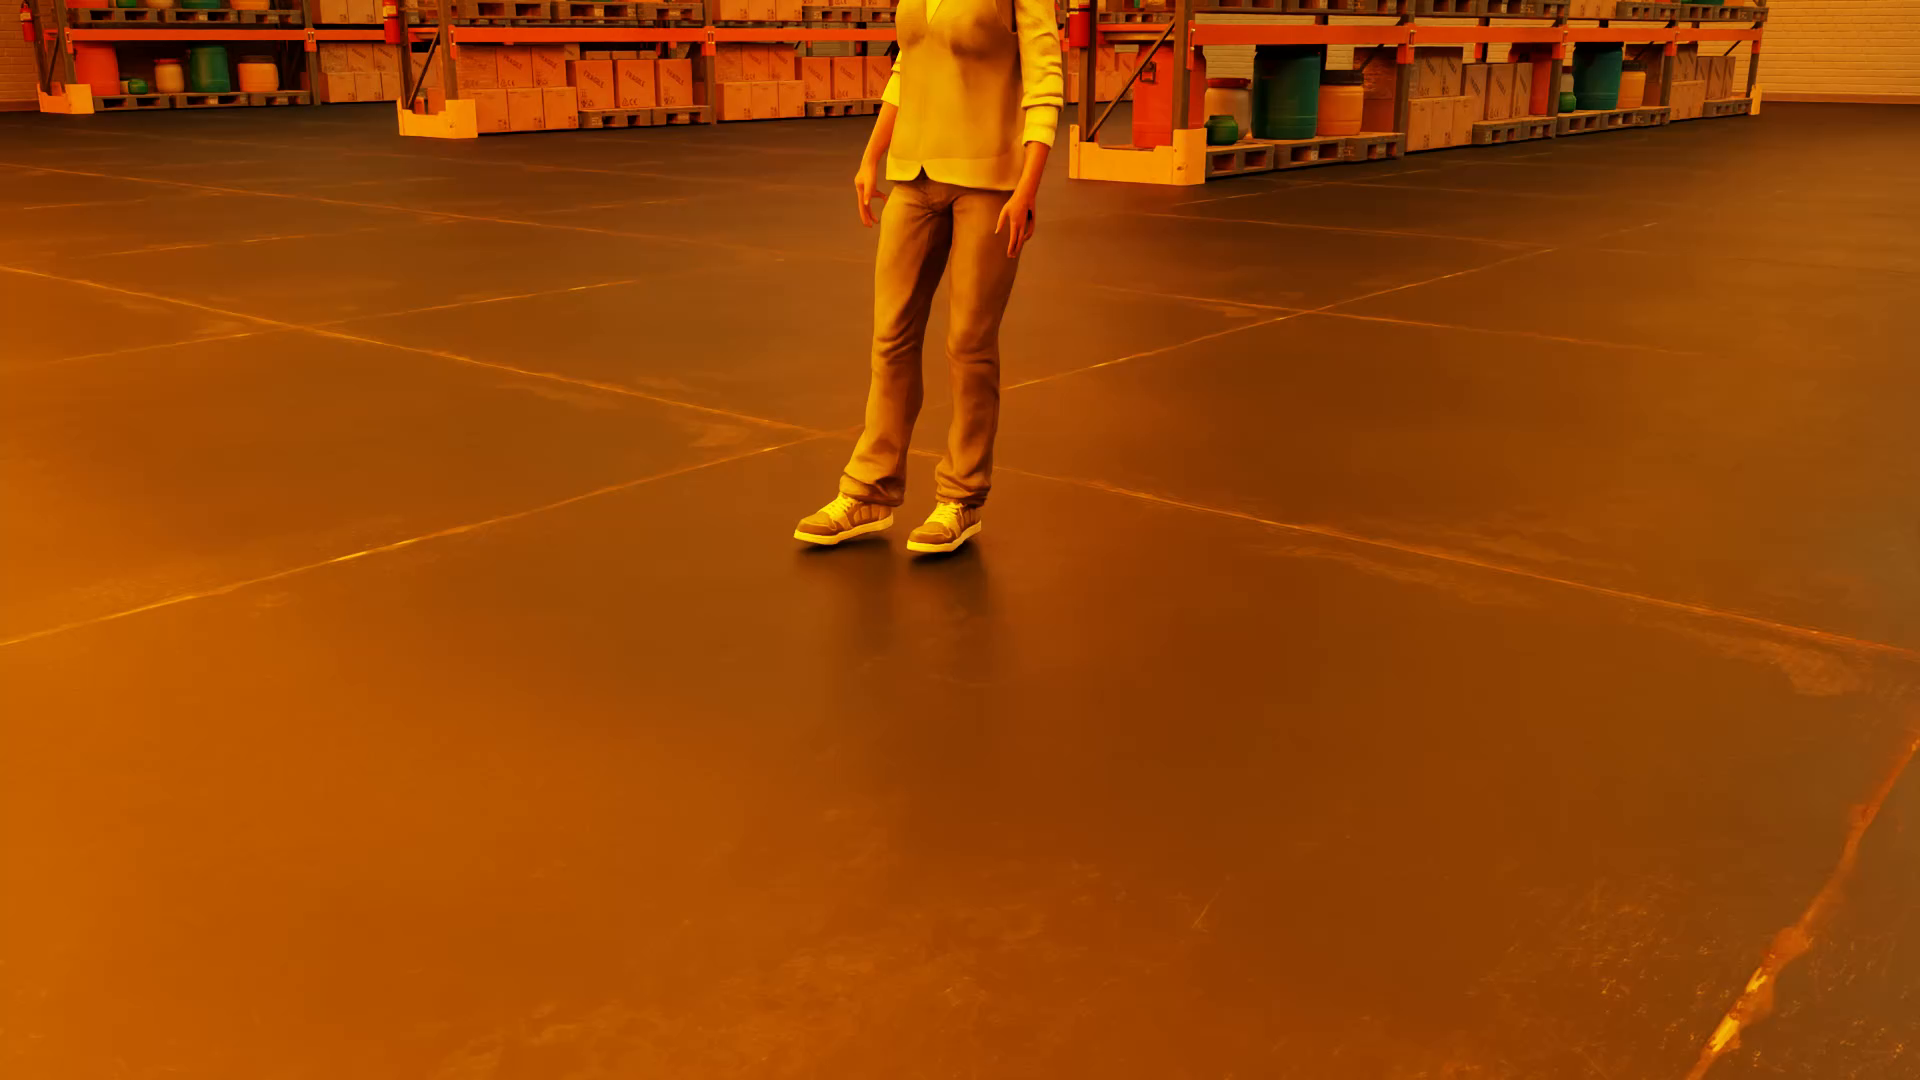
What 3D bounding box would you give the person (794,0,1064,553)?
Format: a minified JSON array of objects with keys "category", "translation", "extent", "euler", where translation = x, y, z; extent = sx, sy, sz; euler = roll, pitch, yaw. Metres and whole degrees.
[{"category":"person","translation":[-0.058,-0.751,3.664],"extent":[0.520,1.582,0.475],"euler":[13,21,37]}]
